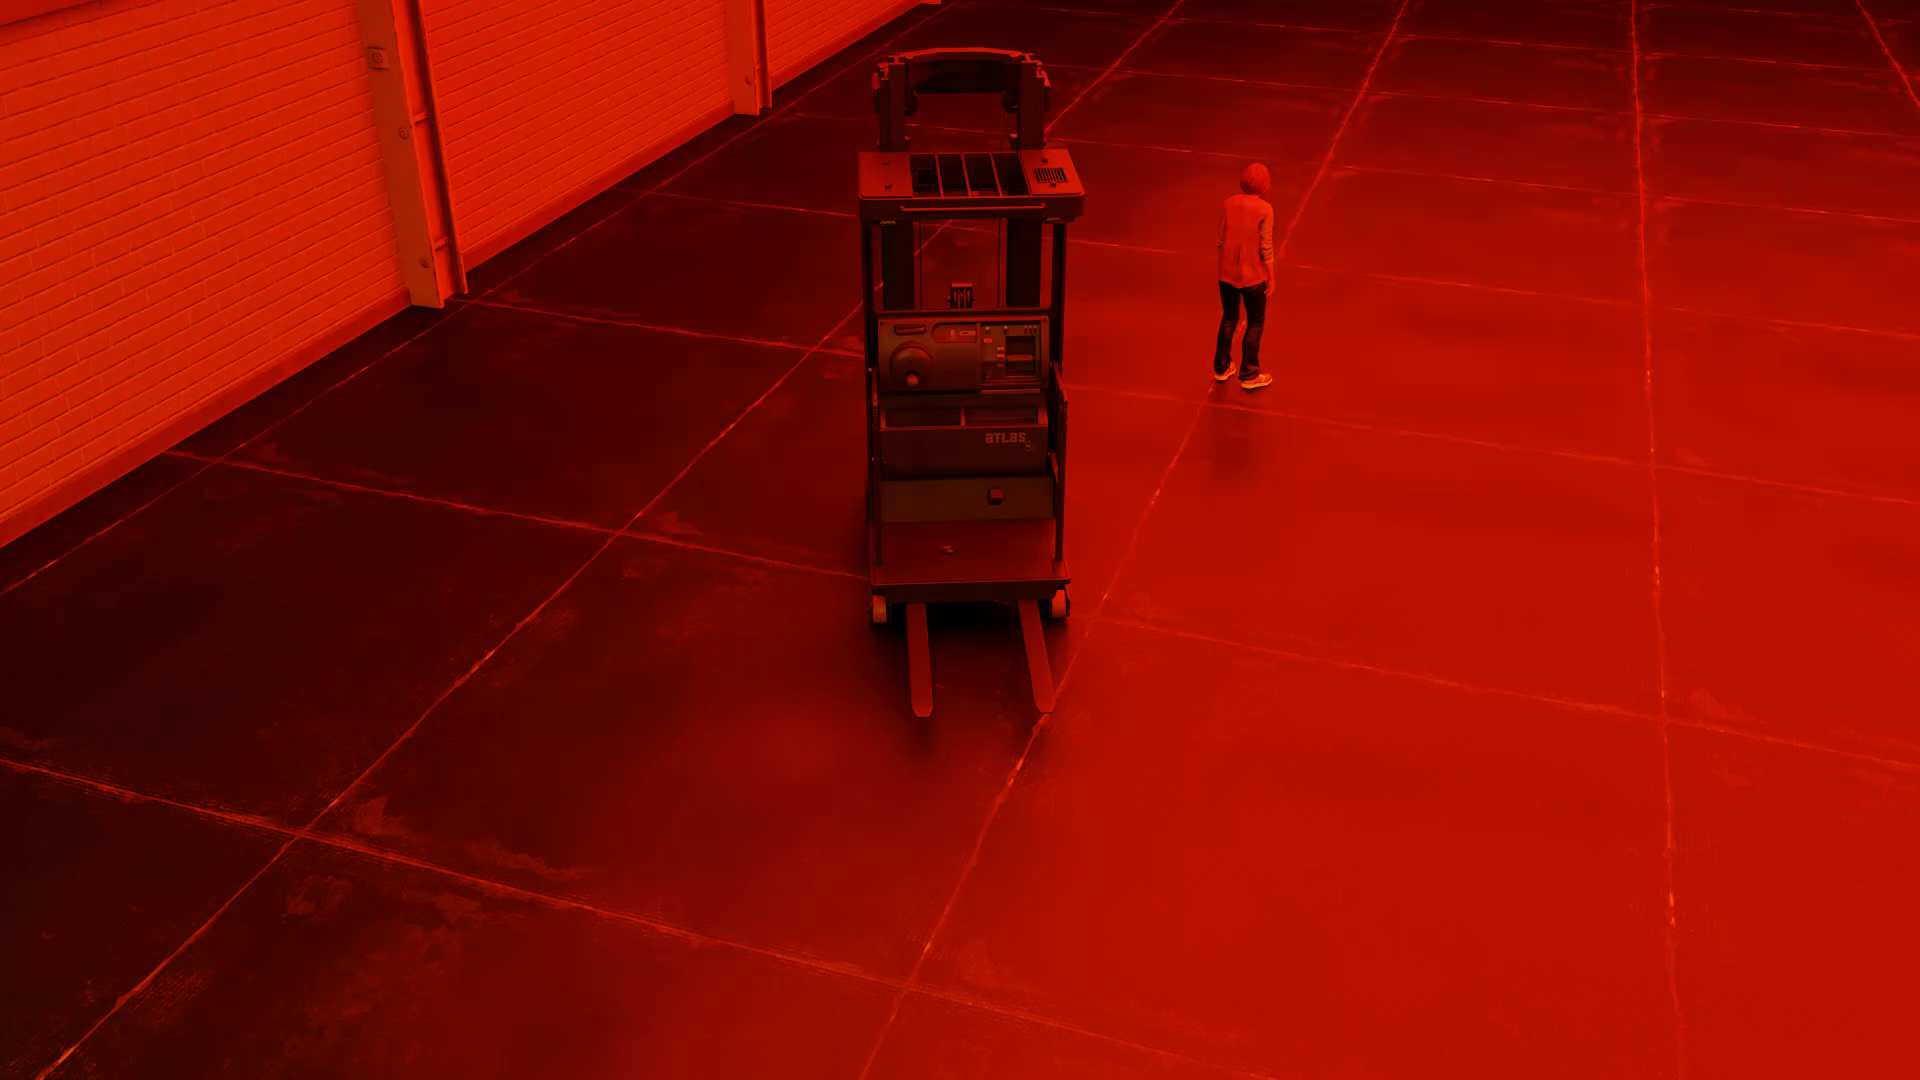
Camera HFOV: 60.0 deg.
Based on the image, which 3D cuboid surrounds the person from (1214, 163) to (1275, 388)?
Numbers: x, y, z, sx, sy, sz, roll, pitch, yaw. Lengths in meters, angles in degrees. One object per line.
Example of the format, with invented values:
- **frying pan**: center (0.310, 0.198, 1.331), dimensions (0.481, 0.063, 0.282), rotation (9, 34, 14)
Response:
- **person**: center (2.009, -1.853, 11.750), dimensions (0.464, 1.582, 0.345), rotation (24, 38, 36)

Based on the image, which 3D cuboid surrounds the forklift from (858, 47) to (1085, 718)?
- **forklift**: center (0.035, -0.972, 8.842), dimensions (1.130, 2.935, 3.031), rotation (-2, 30, -3)
